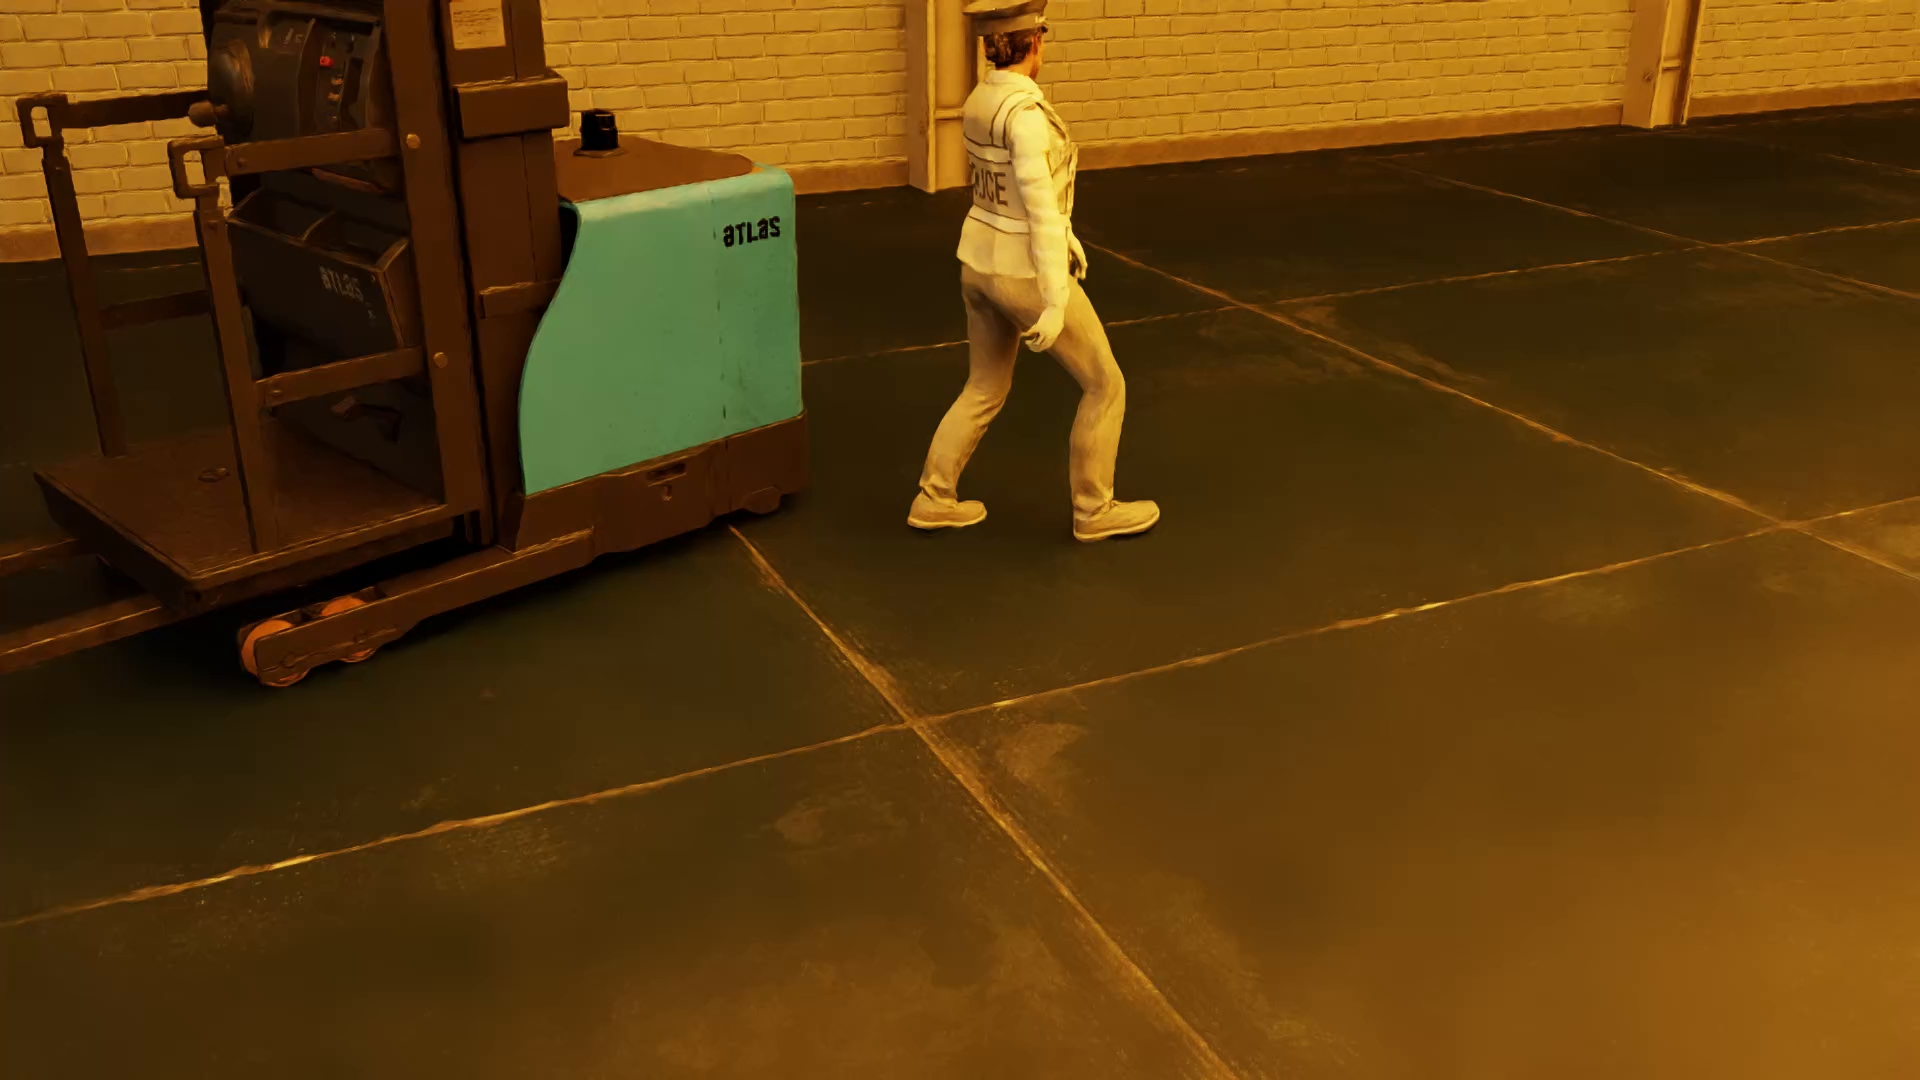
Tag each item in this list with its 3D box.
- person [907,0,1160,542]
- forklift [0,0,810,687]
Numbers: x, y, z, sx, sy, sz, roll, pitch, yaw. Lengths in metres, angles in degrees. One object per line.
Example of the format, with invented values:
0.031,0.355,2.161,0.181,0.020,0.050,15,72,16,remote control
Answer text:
0.219,-0.773,4.898,0.712,1.609,0.600,-11,25,-25,person
-1.880,-1.205,4.187,1.130,2.935,3.031,21,30,41,forklift
